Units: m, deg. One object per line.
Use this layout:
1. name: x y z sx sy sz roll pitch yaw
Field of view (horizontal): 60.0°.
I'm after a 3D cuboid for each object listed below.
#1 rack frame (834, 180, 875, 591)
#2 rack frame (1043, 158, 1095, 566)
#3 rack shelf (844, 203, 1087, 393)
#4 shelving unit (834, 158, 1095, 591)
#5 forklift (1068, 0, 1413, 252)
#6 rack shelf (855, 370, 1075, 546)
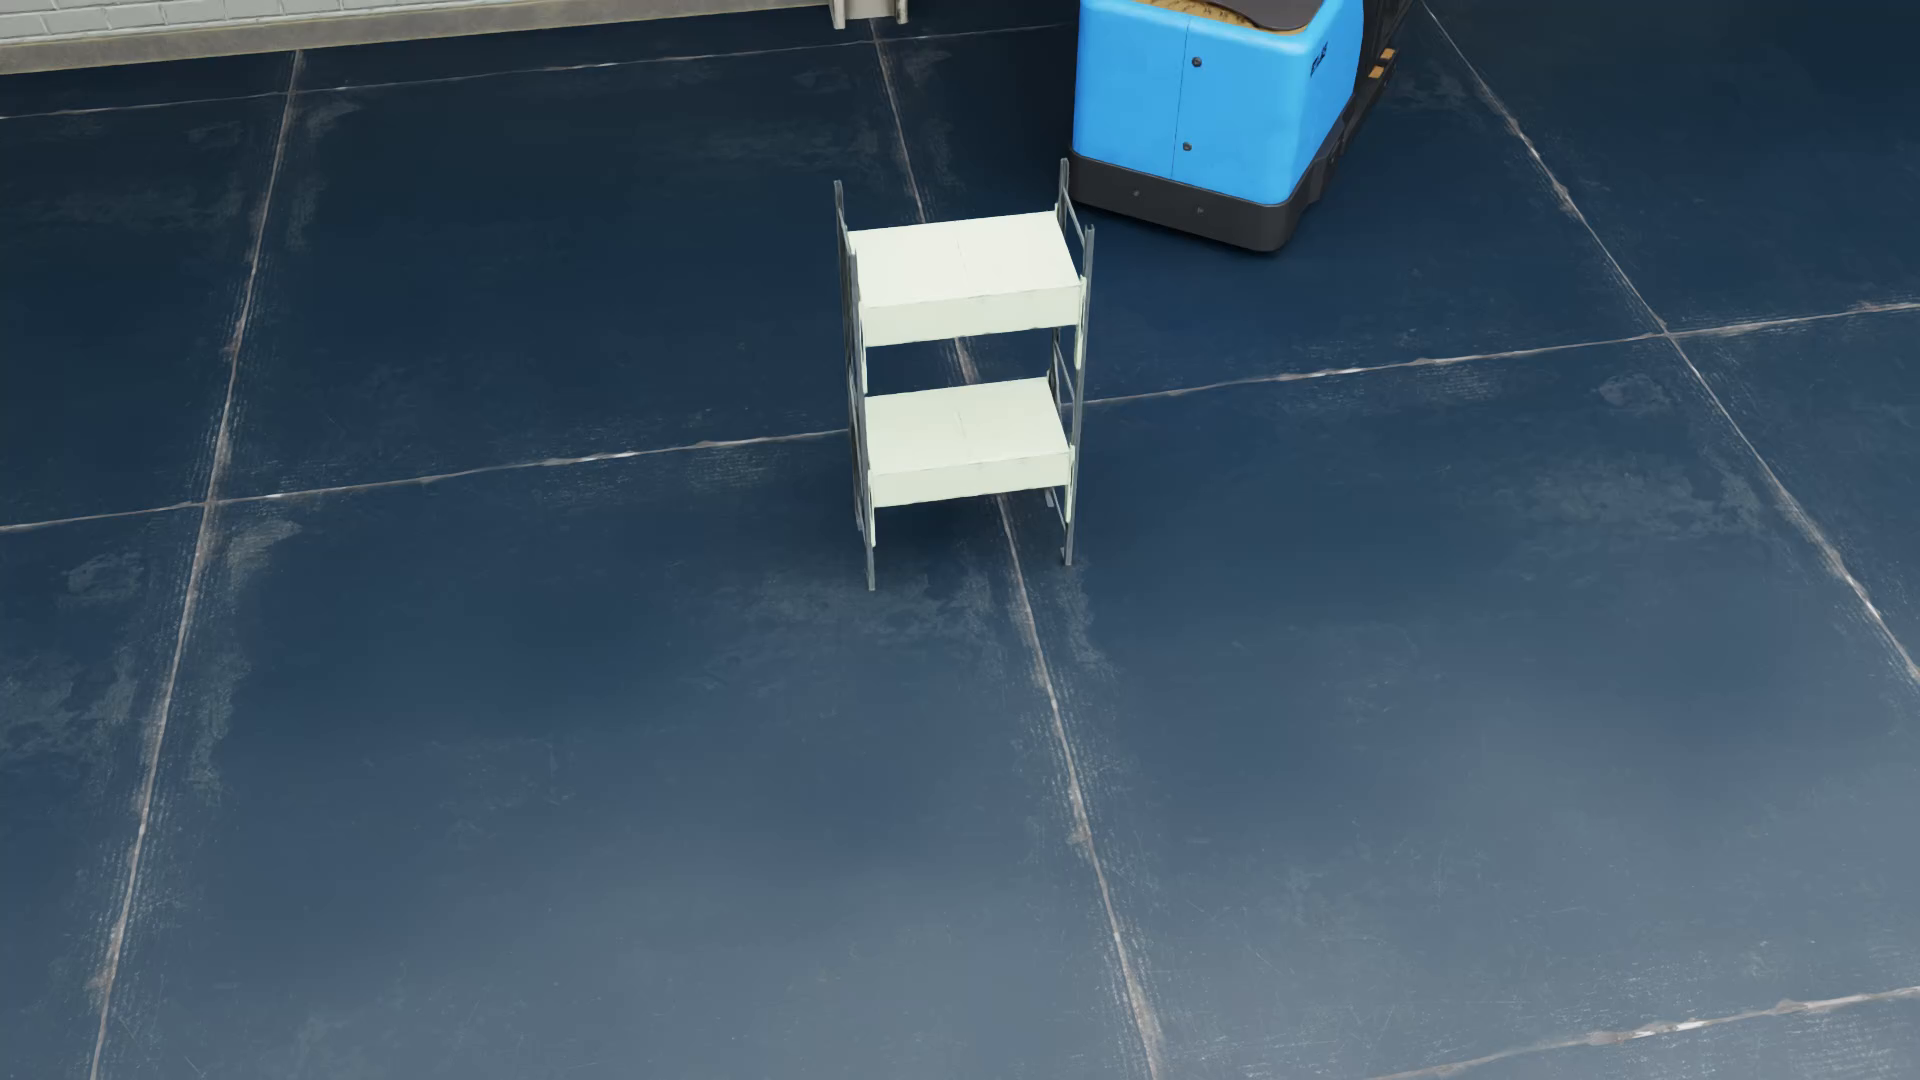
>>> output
1. rack frame: -0.354 -0.476 5.667 0.023 1.500 0.400 -7 46 -7
2. rack frame: 0.367 -0.566 5.754 0.023 1.500 0.400 -7 46 -7
3. rack shelf: 0.007 -0.792 5.430 0.720 0.370 0.431 -7 46 -7
4. shelving unit: 0.007 -0.521 5.711 0.755 1.500 0.431 -7 46 -7
5. forklift: 1.593 -3.366 7.458 1.130 2.935 3.031 19 49 18
6. rack shelf: 0.007 -0.295 5.945 0.720 0.370 0.431 -7 46 -7
